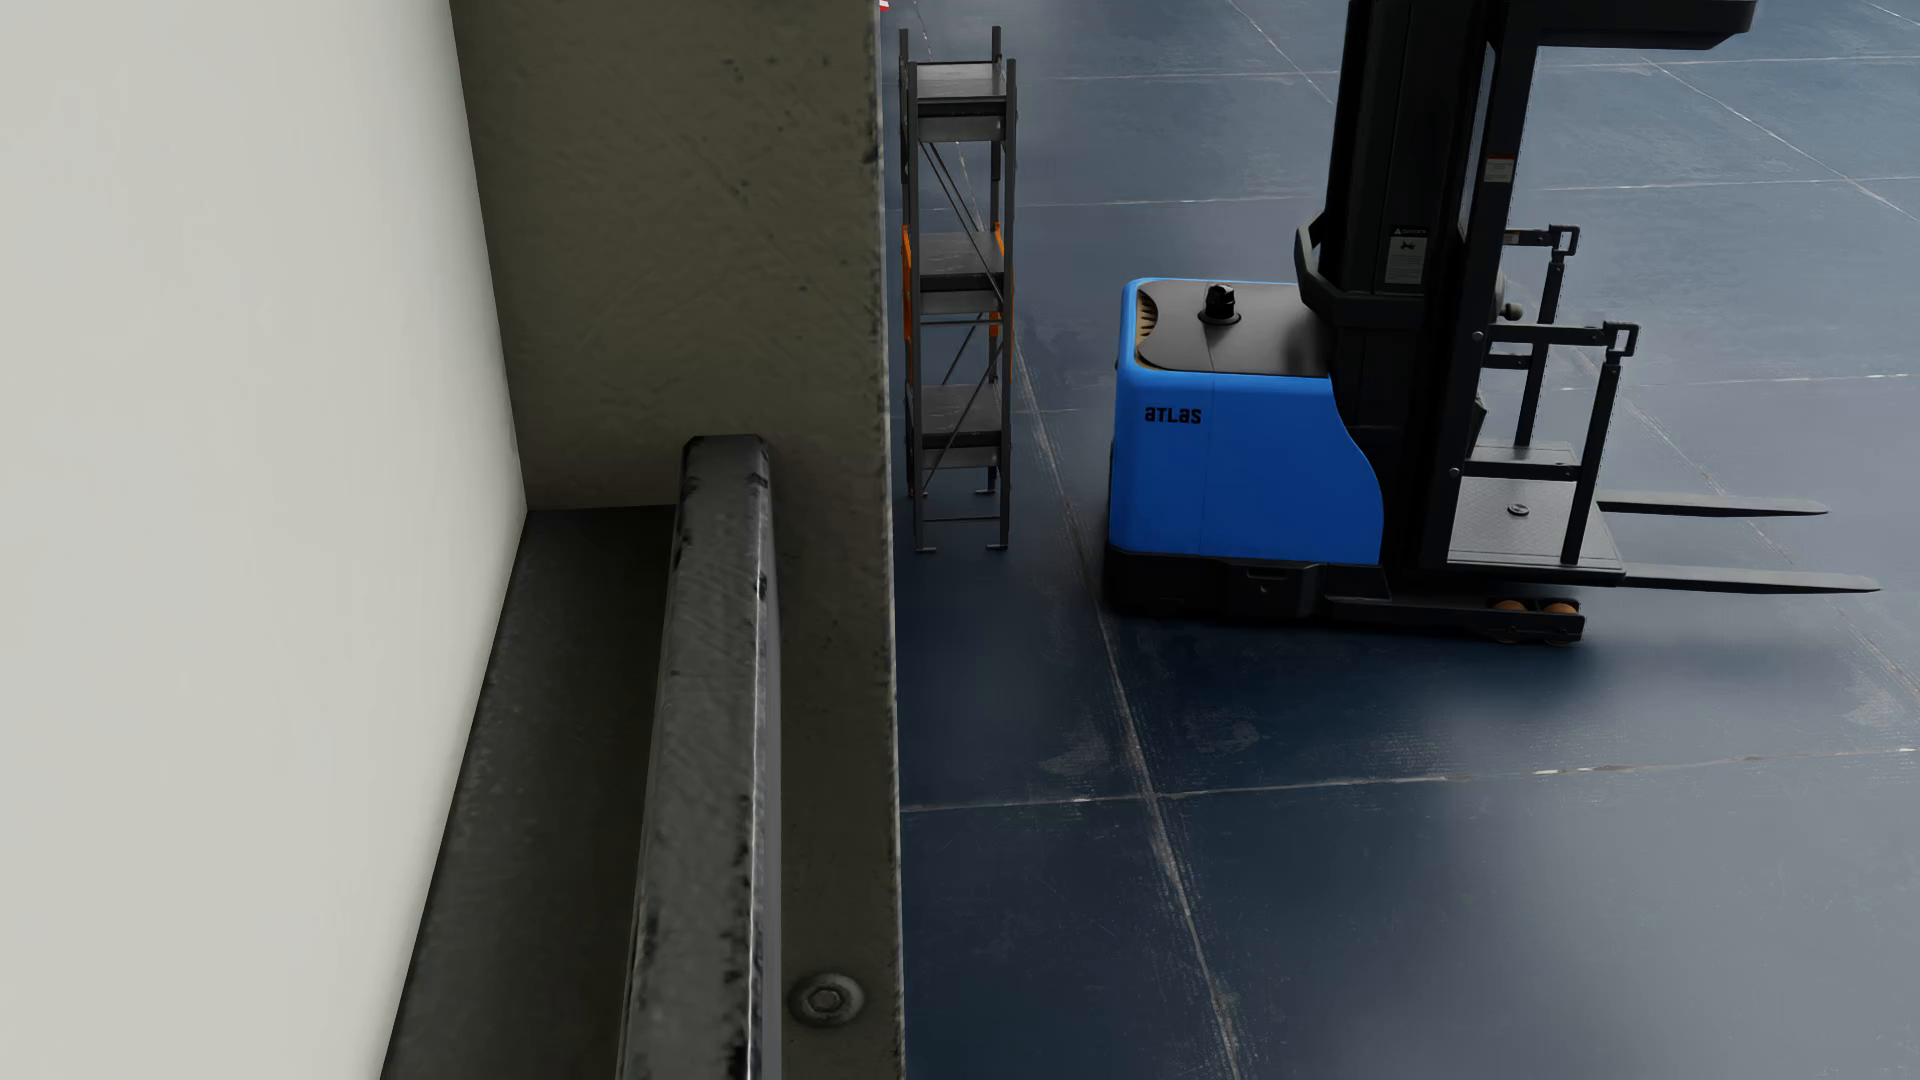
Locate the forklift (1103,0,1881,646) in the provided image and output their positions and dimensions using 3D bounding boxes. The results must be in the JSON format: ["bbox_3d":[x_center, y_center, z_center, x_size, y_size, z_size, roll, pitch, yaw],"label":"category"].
[{"bbox_3d":[2.132,-1.128,6.281,3.031,2.935,1.130,3,31,5],"label":"forklift"}]

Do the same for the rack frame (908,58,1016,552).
[{"bbox_3d":[0.007,-0.861,6.644,0.400,2.100,0.015,-3,31,-5],"label":"rack frame"}]

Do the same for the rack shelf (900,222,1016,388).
[{"bbox_3d":[-0.015,-0.974,6.860,0.431,0.518,0.480,-3,31,-5],"label":"rack shelf"}]

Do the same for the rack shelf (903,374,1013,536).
[{"bbox_3d":[-0.015,-0.373,7.219,0.431,0.518,0.480,-3,31,-5],"label":"rack shelf"}]

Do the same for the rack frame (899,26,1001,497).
[{"bbox_3d":[-0.038,-1.111,7.062,0.400,2.100,0.015,-3,31,-5],"label":"rack frame"}]

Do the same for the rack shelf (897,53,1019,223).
[{"bbox_3d":[-0.015,-1.575,6.501,0.431,0.518,0.480,-3,31,-5],"label":"rack shelf"}]

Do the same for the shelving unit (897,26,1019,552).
[{"bbox_3d":[-0.015,-0.986,6.853,0.431,2.100,0.503,-3,31,-5],"label":"shelving unit"}]
